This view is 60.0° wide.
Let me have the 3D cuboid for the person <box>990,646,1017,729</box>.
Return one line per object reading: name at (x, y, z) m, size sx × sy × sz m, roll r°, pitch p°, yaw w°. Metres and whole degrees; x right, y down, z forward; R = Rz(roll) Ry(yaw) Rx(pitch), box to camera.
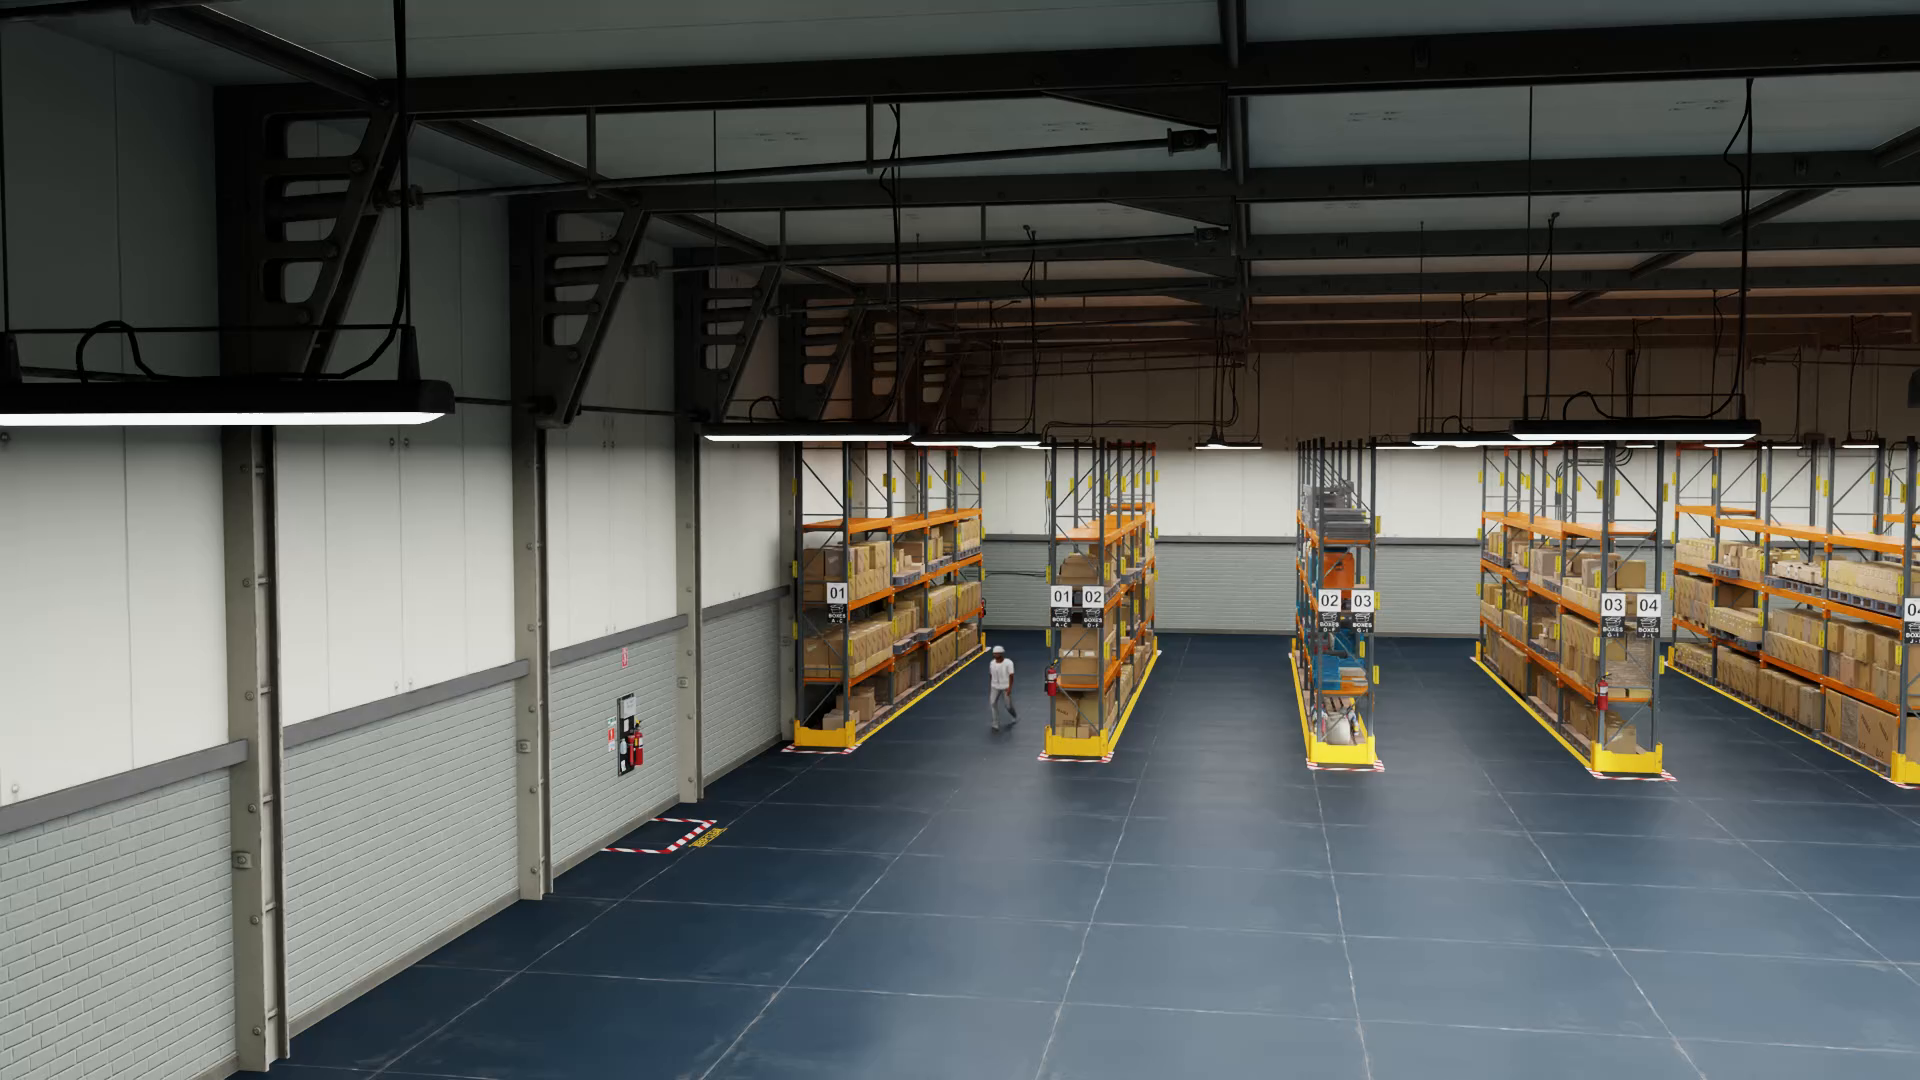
person at (0.853, 3.049, 34.474) m, size 0.567 × 1.706 × 0.970 m, roll 1°, pitch 3°, yaw 22°
